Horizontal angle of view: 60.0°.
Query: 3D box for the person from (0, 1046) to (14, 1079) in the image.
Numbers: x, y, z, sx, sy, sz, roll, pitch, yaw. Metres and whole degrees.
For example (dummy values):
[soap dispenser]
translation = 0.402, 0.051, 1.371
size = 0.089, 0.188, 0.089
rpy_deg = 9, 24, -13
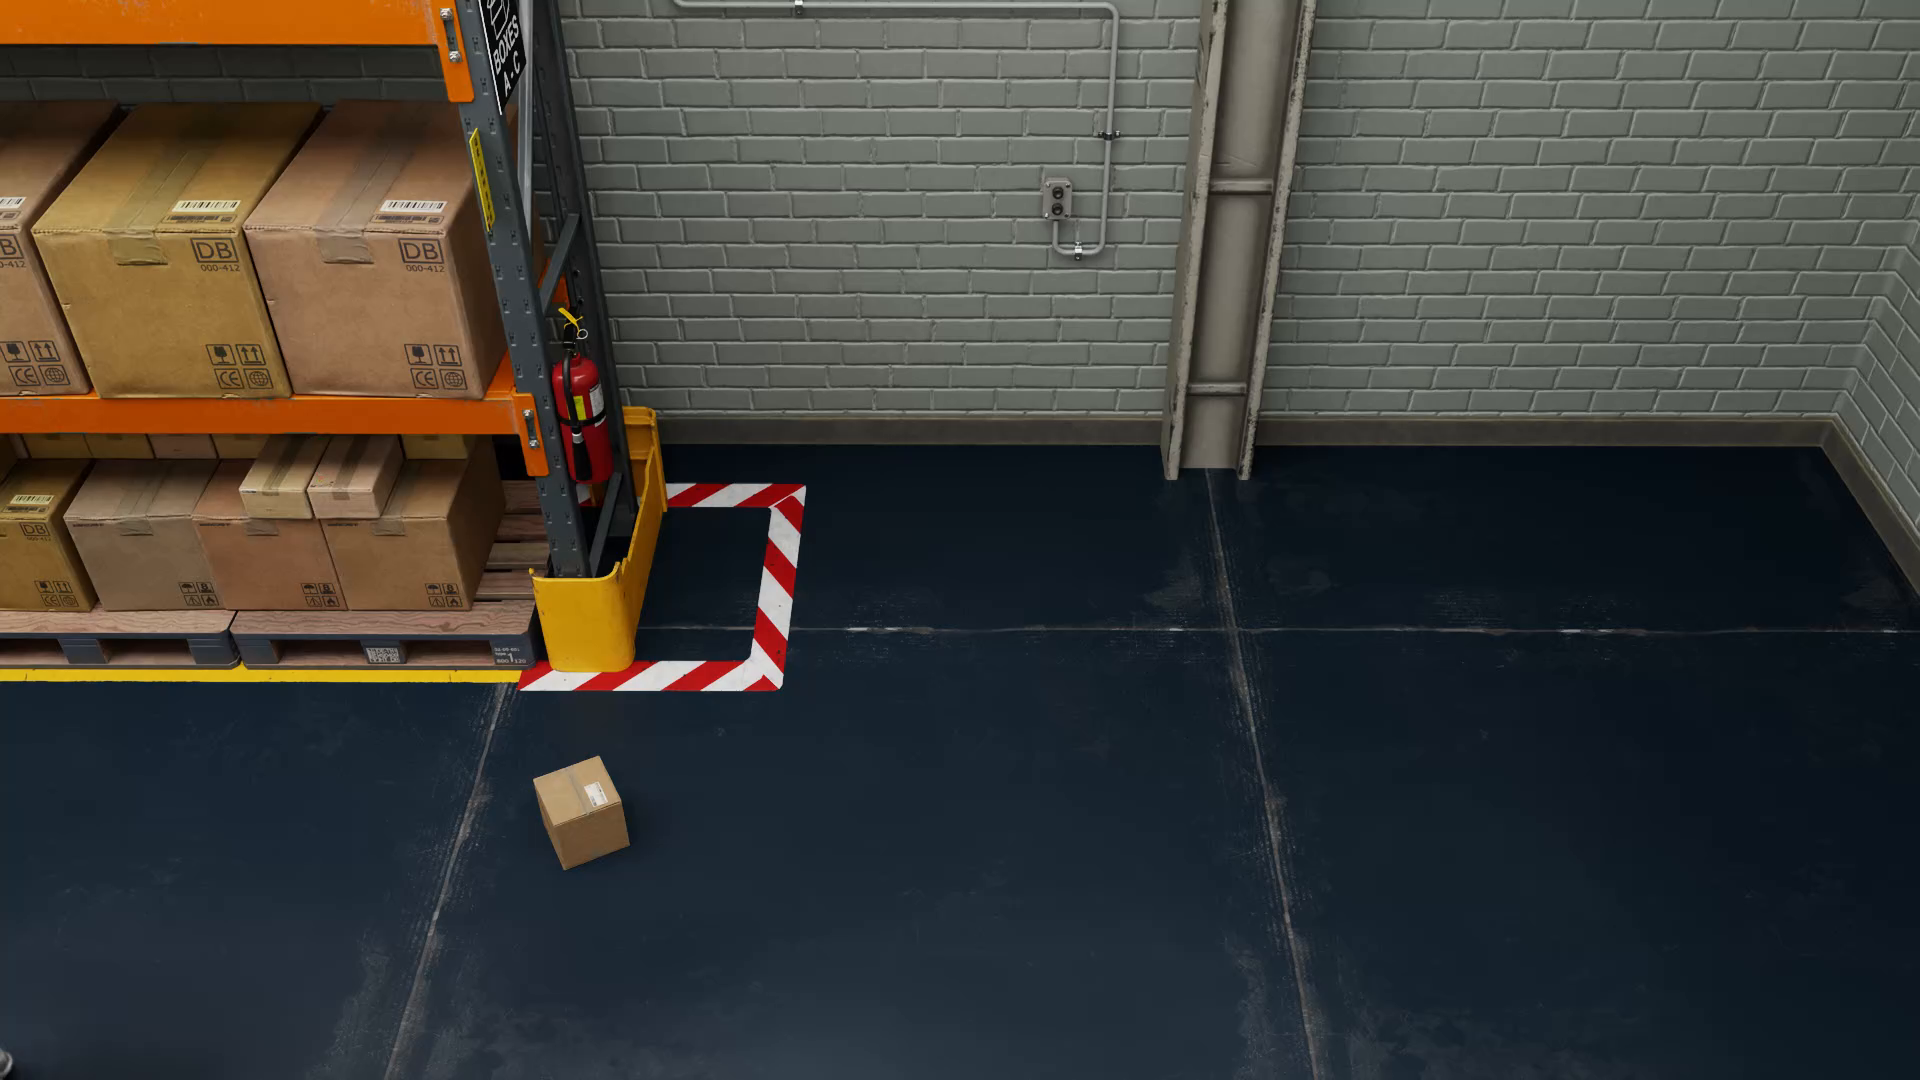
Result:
[person]
translation = -3.236, 1.180, 4.734
size = 0.474, 1.707, 0.511
rpy_deg = -15, 42, -18
